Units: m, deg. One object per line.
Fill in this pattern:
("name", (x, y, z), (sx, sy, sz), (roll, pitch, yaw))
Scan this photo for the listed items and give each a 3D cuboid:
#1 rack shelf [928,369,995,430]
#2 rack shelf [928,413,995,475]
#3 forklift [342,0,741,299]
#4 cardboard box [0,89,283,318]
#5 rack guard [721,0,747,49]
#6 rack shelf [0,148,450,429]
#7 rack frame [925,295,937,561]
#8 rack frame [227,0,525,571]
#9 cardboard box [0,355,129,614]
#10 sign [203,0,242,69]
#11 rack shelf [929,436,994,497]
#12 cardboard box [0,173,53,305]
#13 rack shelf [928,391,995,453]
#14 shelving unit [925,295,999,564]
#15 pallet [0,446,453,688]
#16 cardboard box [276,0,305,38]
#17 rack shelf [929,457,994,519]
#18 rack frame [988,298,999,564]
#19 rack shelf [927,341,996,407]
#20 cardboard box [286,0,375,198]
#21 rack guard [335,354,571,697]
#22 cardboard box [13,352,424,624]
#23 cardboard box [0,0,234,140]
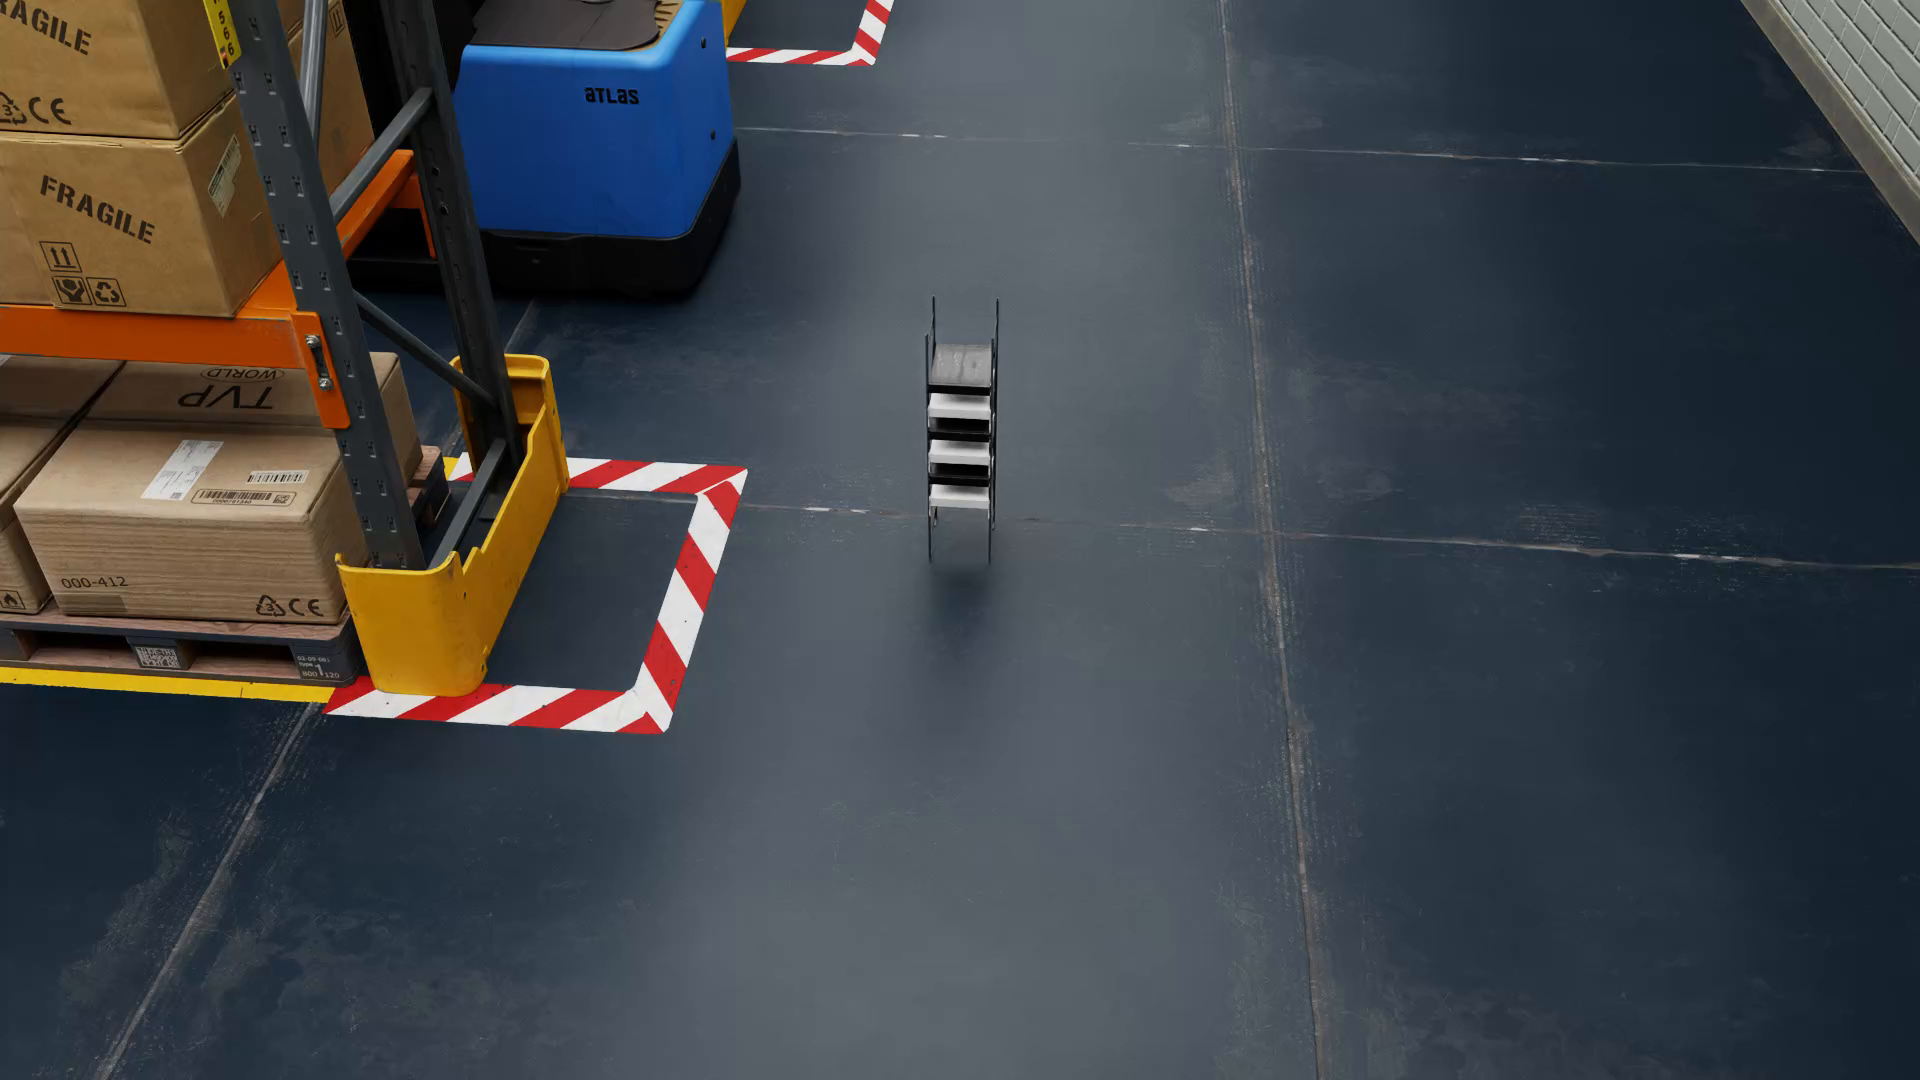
("rack shelf", (0.008, -0.462, 5.373), (0.200, 0.077, 0.258), (3, 39, 4))
("rack shelf", (0.008, -0.323, 5.486), (0.200, 0.077, 0.258), (3, 39, 4))
("forklift", (-2.557, -2.540, 6.549), (3.031, 2.935, 1.130), (4, 39, 5))
("cardboard box", (-2.151, -0.950, 4.462), (0.500, 0.500, 0.500), (3, 39, 4))
("rack guard", (-1.397, -3.205, 9.291), (0.348, 0.500, 1.175), (3, 39, 4))
("rack shelf", (-3.640, -0.881, 5.026), (4.000, 0.370, 1.077), (3, 39, 4))
("rack frame", (-0.093, -0.354, 5.472), (0.006, 0.900, 0.240), (3, 39, 4))
("rack frame", (-1.647, -1.051, 4.665), (0.127, 3.000, 1.000), (3, 39, 4))
("cardboard box", (-3.226, -0.238, 5.363), (0.875, 0.438, 0.875), (4, 39, 5))
("sign", (-1.708, -1.252, 3.807), (0.005, 0.325, 0.100), (3, 39, 4))
("rack shelf", (0.008, -0.253, 5.543), (0.200, 0.077, 0.258), (3, 39, 4))
("cardboard box", (-2.650, -0.987, 4.507), (0.500, 0.500, 0.500), (2, 39, 3))
("rack shelf", (0.008, -0.392, 5.430), (0.200, 0.077, 0.258), (3, 39, 4))
("shelving unit", (0.008, -0.349, 5.465), (0.210, 0.900, 0.258), (3, 39, 4))
("pallet", (-2.451, 0.036, 5.539), (1.213, 0.211, 1.003), (3, 39, 4))
("cardboard box", (-2.101, -1.683, 4.570), (0.500, 0.500, 0.500), (2, 39, 3))
("rack shelf", (0.008, -0.183, 5.600), (0.200, 0.077, 0.258), (3, 39, 4))
("rack frame", (0.109, -0.343, 5.459), (0.006, 0.900, 0.240), (3, 39, 4))
("rack shelf", (0.008, -0.532, 5.316), (0.200, 0.077, 0.258), (3, 39, 4))
("cardboard box", (-2.101, -1.297, 4.888), (0.500, 0.500, 0.500), (3, 39, 3))
("rack guard", (-1.624, -0.081, 5.453), (0.348, 0.500, 1.175), (3, 39, 4))
("cardboard box", (-2.314, -0.194, 5.309), (0.875, 0.438, 0.875), (2, 39, 2))
("cardboard box", (-2.148, -1.354, 4.167), (0.500, 0.500, 0.500), (4, 39, 5))
